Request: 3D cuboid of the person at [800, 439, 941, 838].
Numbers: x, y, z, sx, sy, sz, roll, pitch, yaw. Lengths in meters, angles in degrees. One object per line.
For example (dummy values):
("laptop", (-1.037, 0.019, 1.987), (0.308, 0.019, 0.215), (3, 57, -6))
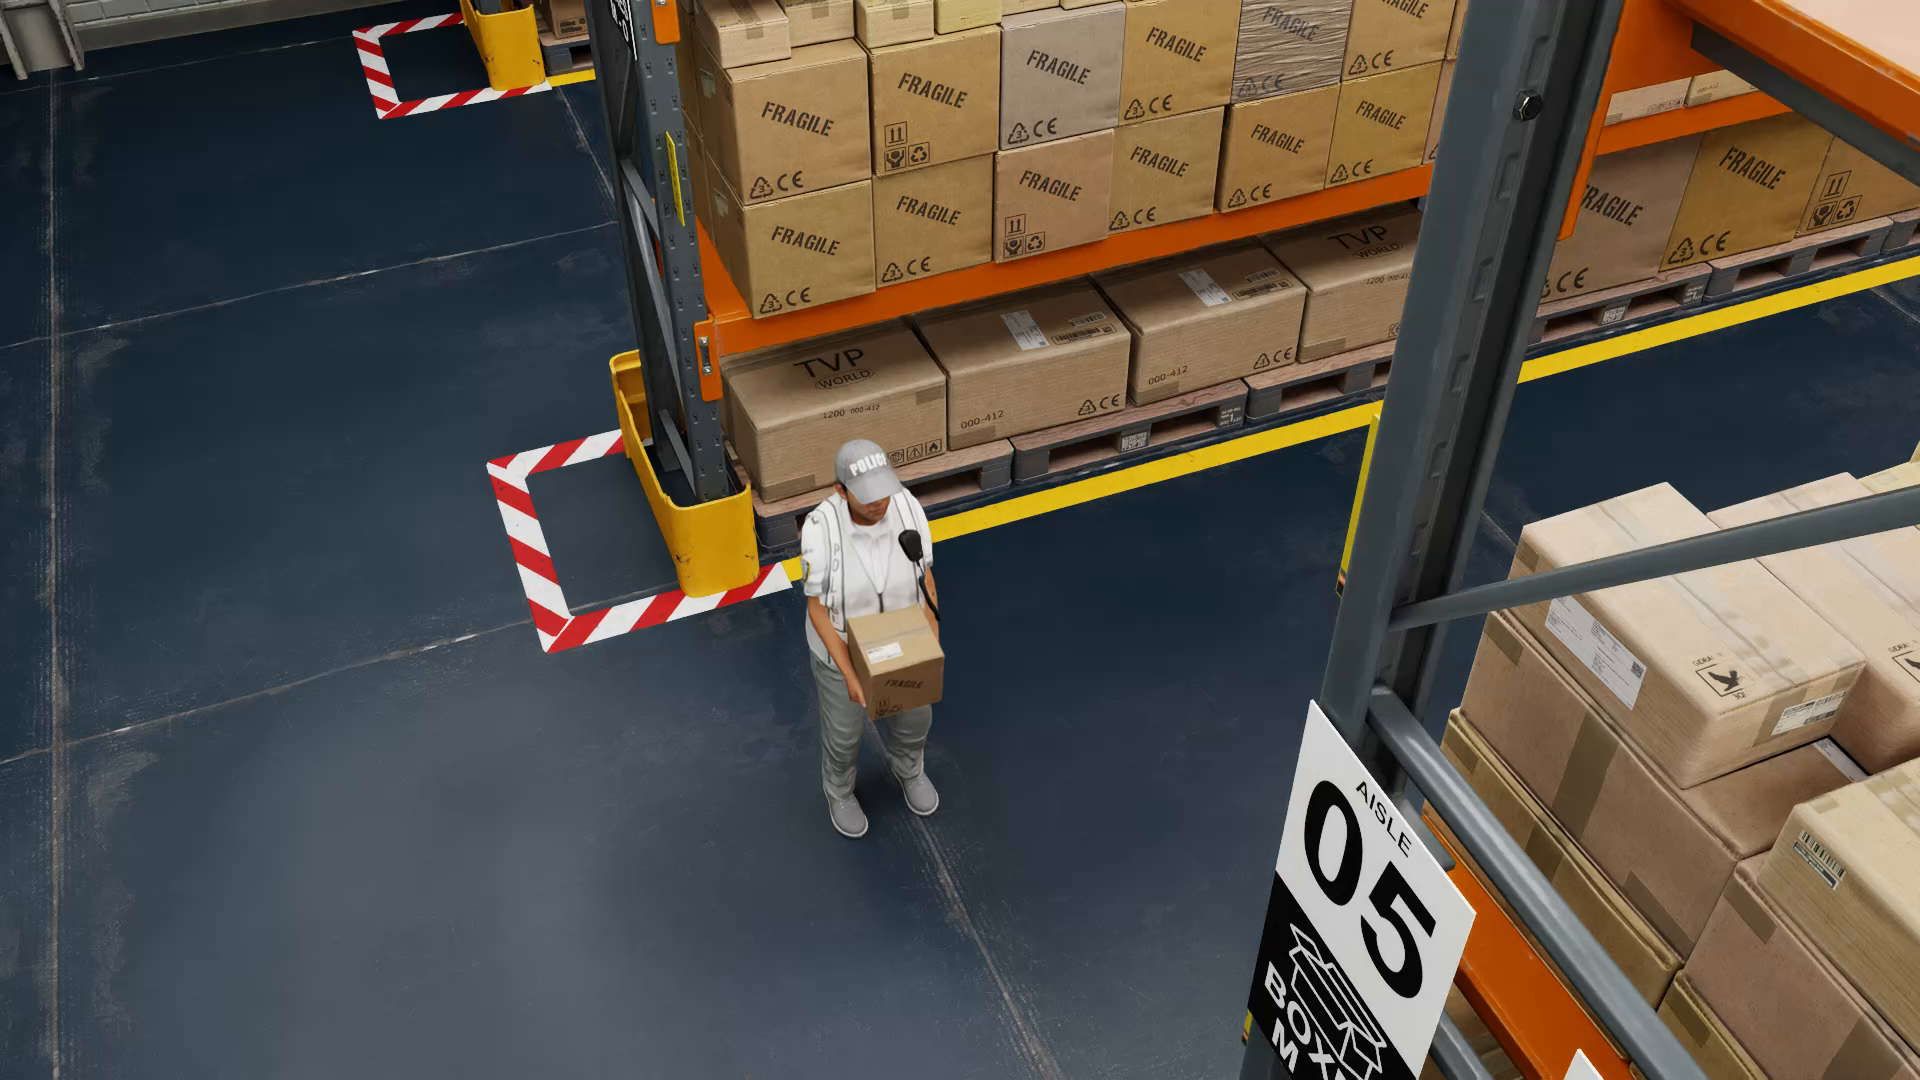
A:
("person", (-0.280, 0.398, 5.724), (0.453, 1.656, 0.541), (-15, 44, -16))
